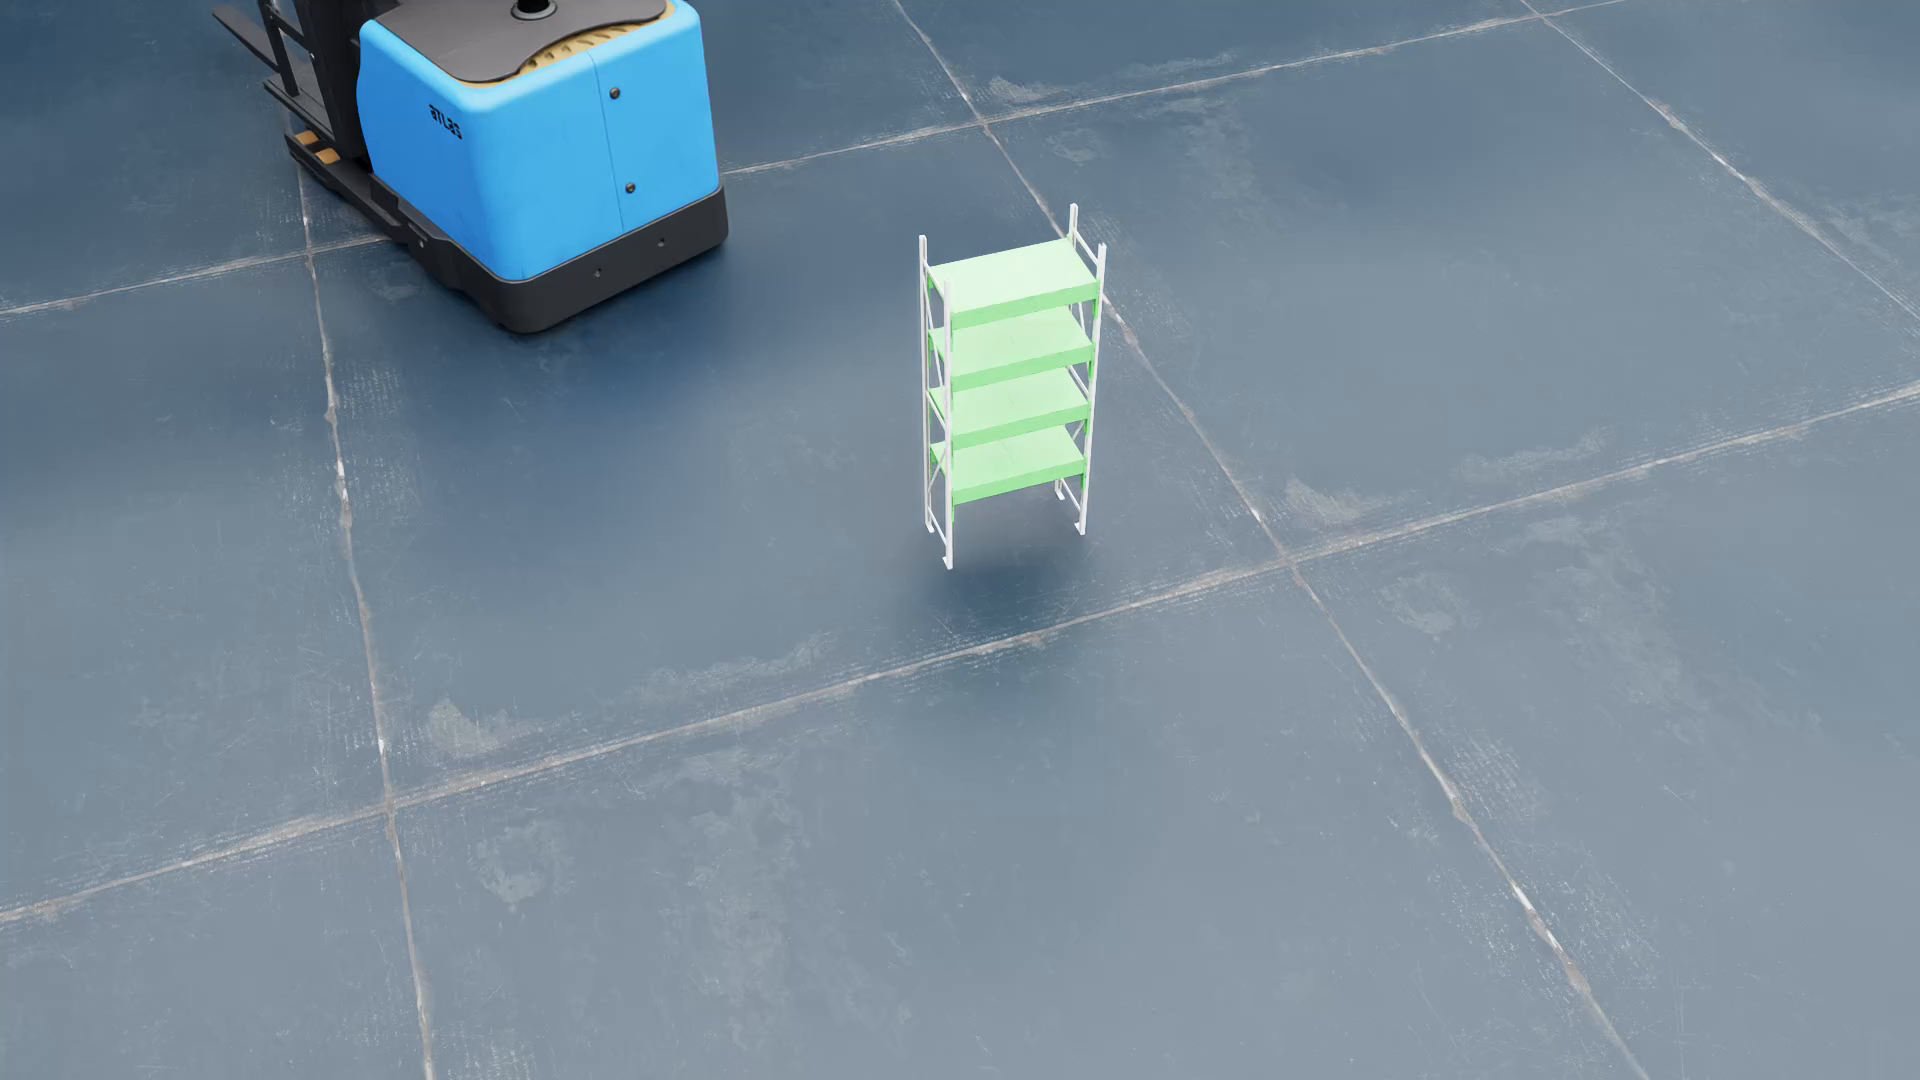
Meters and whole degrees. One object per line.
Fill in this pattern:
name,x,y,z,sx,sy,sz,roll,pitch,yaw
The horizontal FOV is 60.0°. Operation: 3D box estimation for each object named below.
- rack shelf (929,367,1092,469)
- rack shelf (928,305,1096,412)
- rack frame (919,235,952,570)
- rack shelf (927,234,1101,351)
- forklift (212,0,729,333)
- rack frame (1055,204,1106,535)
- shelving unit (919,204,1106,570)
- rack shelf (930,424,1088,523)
rack shelf,0.156,-0.418,5.410,0.480,0.148,0.258,-14,47,-14
rack shelf,0.156,-0.588,5.240,0.480,0.148,0.258,-14,47,-14
rack frame,-0.074,-0.405,5.306,0.015,1.200,0.240,-14,47,-14
rack shelf,0.156,-0.757,5.070,0.480,0.148,0.258,-14,47,-14
forklift,-2.325,-2.797,6.468,1.130,2.935,3.031,-33,54,-28
rack frame,0.385,-0.522,5.423,0.015,1.200,0.240,-14,47,-14
shelving unit,0.156,-0.463,5.365,0.503,1.200,0.258,-14,47,-14
rack shelf,0.156,-0.249,5.580,0.480,0.148,0.258,-14,47,-14
